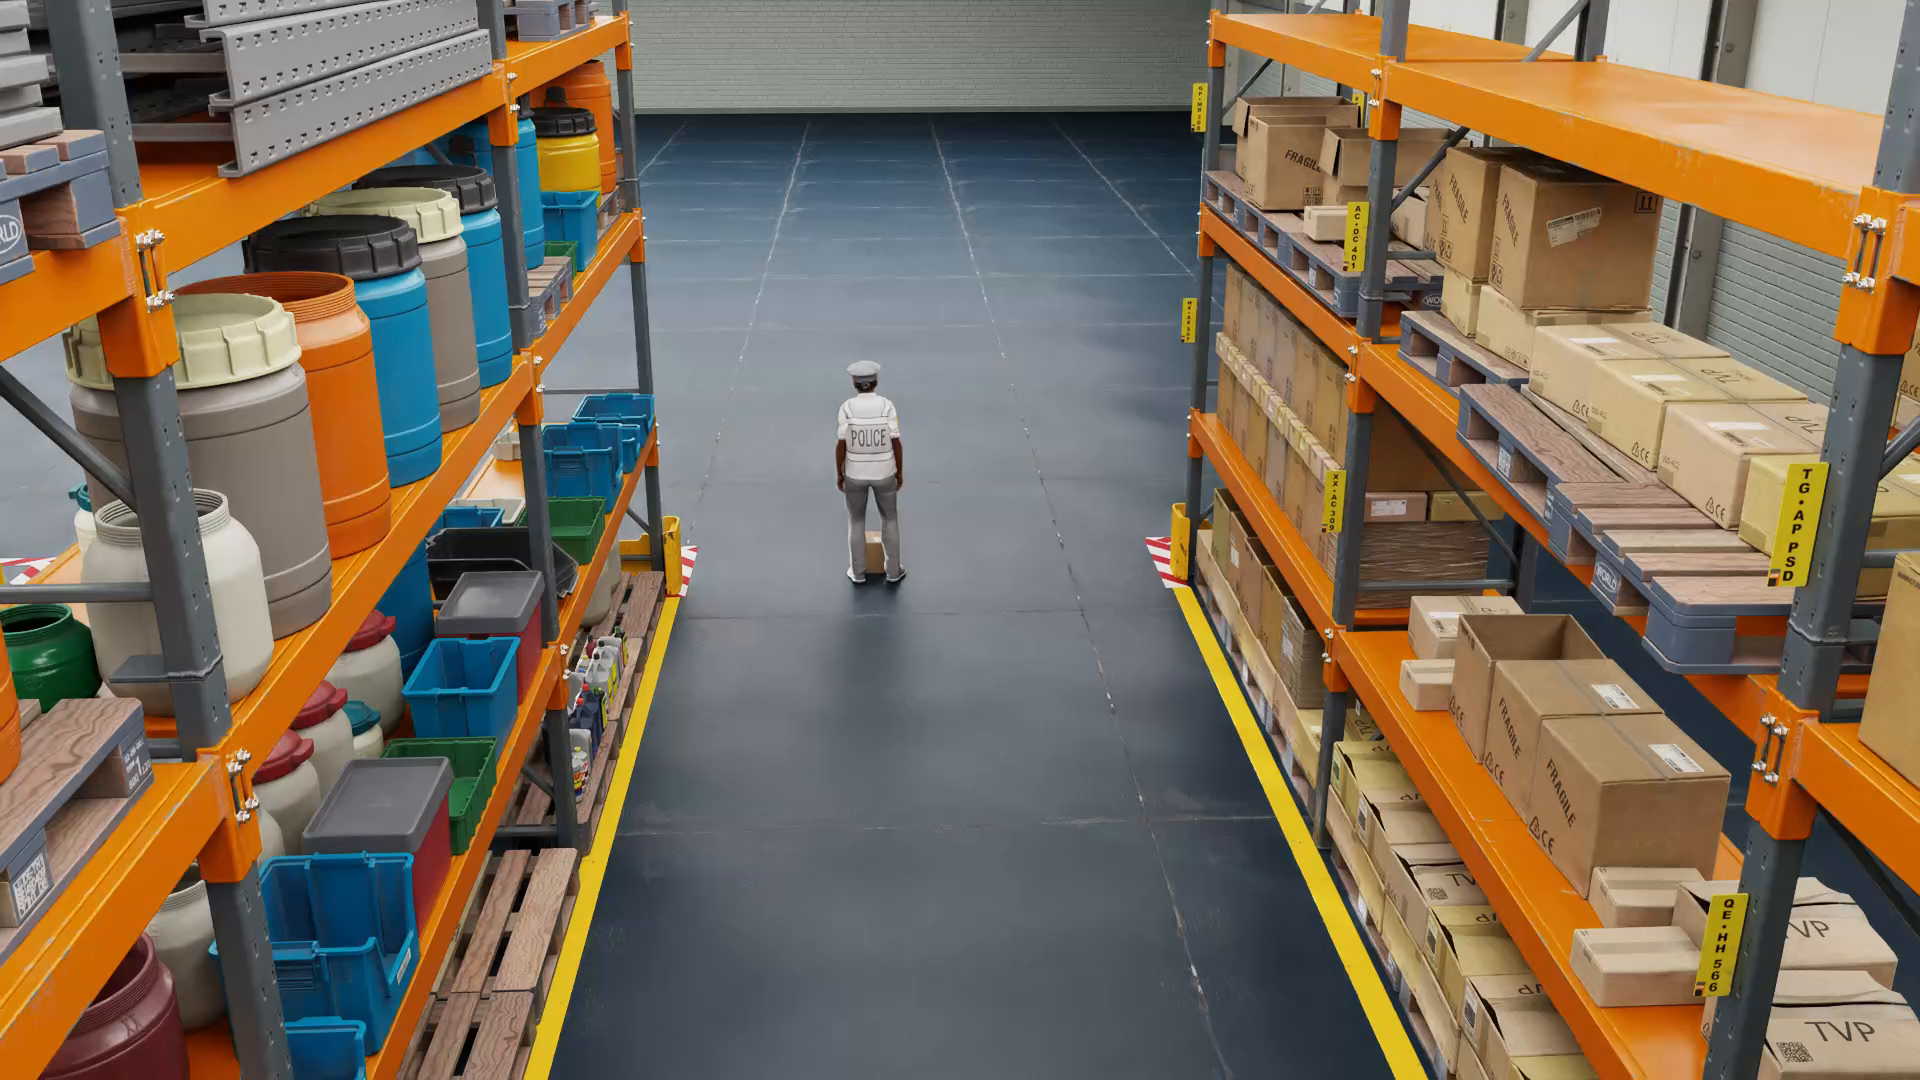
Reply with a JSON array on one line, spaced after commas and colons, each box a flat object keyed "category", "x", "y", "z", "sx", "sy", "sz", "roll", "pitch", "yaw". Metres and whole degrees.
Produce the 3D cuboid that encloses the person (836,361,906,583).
[{"category": "person", "x": -0.663, "y": -0.484, "z": 12.373, "sx": 0.512, "sy": 1.657, "sz": 0.399, "roll": -1, "pitch": 21, "yaw": -3}]
